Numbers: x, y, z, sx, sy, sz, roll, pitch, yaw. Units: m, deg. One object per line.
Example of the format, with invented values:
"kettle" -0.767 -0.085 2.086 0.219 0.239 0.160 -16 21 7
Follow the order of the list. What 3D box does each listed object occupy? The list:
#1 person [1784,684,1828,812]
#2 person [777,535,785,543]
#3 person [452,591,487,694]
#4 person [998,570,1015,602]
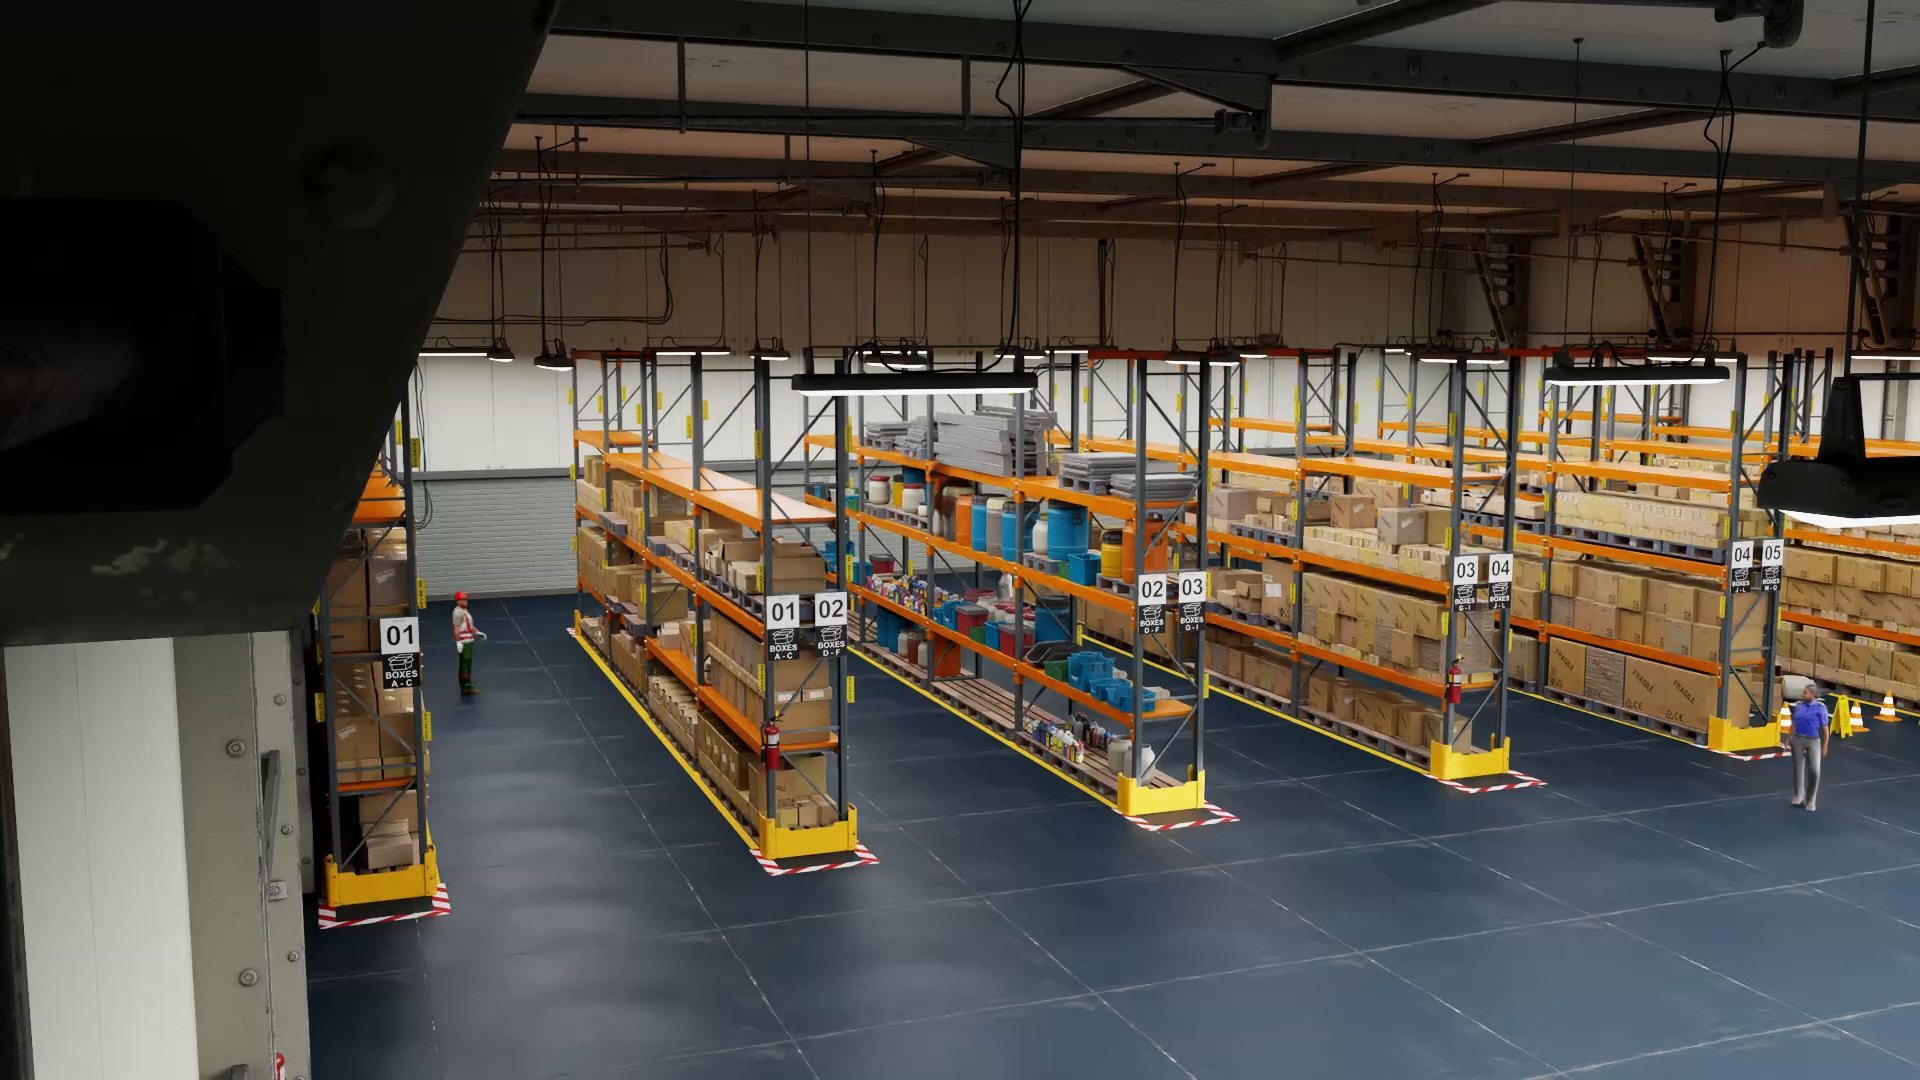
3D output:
"person" 11.303 2.775 22.226 0.518 1.698 0.484 4 8 27
"person" -4.064 0.742 38.375 0.366 1.708 0.480 5 9 34
"person" -8.632 1.804 29.324 0.601 1.832 0.606 -3 8 -22
"person" 0.963 1.269 34.332 0.333 1.608 0.499 -3 8 -20
